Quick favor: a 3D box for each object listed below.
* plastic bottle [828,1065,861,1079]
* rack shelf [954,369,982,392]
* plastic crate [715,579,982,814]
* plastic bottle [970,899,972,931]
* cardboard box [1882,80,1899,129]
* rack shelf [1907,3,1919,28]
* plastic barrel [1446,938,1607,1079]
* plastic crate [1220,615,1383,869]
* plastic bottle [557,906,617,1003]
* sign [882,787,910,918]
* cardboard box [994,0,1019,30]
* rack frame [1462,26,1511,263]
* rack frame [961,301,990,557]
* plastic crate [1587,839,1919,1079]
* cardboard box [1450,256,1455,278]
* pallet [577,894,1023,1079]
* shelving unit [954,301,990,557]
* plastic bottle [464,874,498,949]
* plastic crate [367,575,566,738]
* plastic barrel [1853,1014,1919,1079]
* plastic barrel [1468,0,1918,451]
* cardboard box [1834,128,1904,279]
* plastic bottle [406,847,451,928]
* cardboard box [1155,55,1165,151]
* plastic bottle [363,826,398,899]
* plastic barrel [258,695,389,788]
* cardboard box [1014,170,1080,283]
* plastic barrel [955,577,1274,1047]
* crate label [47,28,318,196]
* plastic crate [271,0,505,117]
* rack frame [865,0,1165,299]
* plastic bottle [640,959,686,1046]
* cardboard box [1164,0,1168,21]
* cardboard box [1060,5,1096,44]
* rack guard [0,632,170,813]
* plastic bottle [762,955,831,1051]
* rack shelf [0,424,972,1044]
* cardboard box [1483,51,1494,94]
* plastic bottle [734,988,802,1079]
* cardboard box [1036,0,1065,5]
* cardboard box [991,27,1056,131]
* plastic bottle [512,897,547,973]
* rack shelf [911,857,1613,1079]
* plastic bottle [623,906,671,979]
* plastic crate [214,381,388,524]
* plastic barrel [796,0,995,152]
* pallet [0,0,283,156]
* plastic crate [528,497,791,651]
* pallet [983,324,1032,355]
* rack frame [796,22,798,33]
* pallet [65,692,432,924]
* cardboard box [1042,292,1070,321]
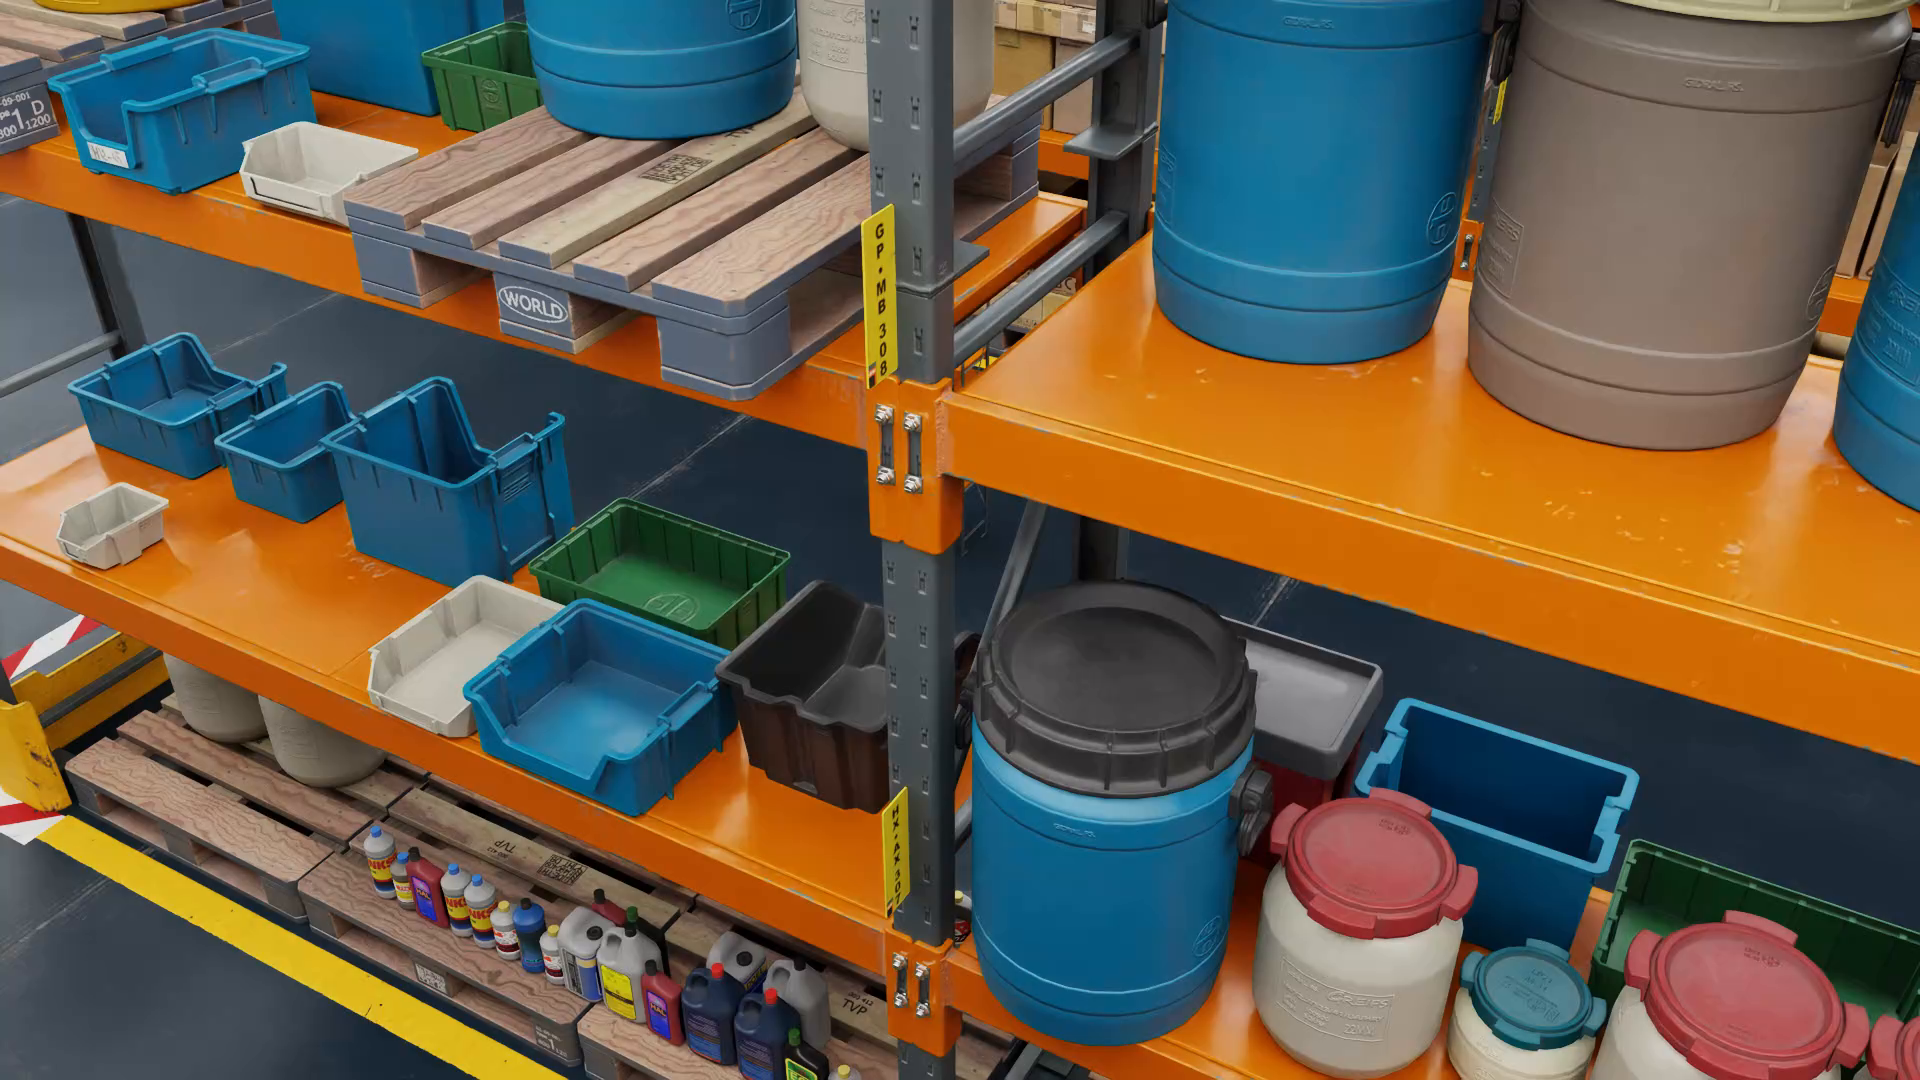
[{"bbox_3d":[-0.330,1.590,4.784,0.097,0.201,0.097,0,34,0],"label":"plastic bottle"},{"bbox_3d":[-0.013,-0.666,7.315,0.180,0.103,0.258,18,37,24],"label":"rack shelf"},{"bbox_3d":[-0.252,0.379,4.531,0.504,0.338,0.767,18,37,24],"label":"plastic crate"},{"bbox_3d":[0.080,1.212,5.288,0.097,0.271,0.097,0,34,0],"label":"plastic bottle"},{"bbox_3d":[6.176,-3.040,11.467,0.500,0.500,0.700,17,37,23],"label":"cardboard box"},{"bbox_3d":[6.792,-3.360,10.739,4.000,0.370,1.077,18,37,24],"label":"rack shelf"},{"bbox_3d":[1.213,1.053,3.587,0.301,0.262,0.301,0,34,0],"label":"plastic barrel"},{"bbox_3d":[0.712,0.517,4.209,0.583,0.464,0.402,18,37,24],"label":"plastic crate"},{"bbox_3d":[-1.149,1.282,5.179,0.135,0.276,0.152,18,38,25],"label":"plastic bottle"},{"bbox_3d":[-0.143,0.705,3.736,0.005,0.325,0.100,18,37,24],"label":"sign"},{"bbox_3d":[0.259,-2.742,8.485,0.250,0.149,0.380,16,37,23],"label":"cardboard box"},{"bbox_3d":[2.601,-1.825,7.784,0.127,3.000,1.000,18,37,24],"label":"rack frame"},{"bbox_3d":[0.067,-0.478,7.386,0.006,1.200,0.240,18,37,24],"label":"rack frame"},{"bbox_3d":[1.792,0.989,3.749,0.662,0.188,0.450,18,37,24],"label":"plastic crate"},{"bbox_3d":[2.353,-1.445,8.639,0.500,0.500,0.500,18,37,24],"label":"cardboard box"},{"bbox_3d":[-0.423,1.514,5.286,1.213,0.211,1.003,18,37,24],"label":"pallet"},{"bbox_3d":[-0.013,-0.503,7.423,0.189,1.200,0.258,18,37,24],"label":"shelving unit"},{"bbox_3d":[-1.529,1.181,5.335,0.097,0.271,0.097,0,34,0],"label":"plastic bottle"},{"bbox_3d":[-1.396,0.343,4.766,0.437,0.136,0.530,18,37,24],"label":"plastic crate"},{"bbox_3d":[1.874,1.191,3.133,0.433,0.535,0.433,0,34,0],"label":"plastic barrel"},{"bbox_3d":[1.257,-0.684,2.912,0.600,0.901,0.600,0,34,0],"label":"plastic barrel"},{"bbox_3d":[3.717,-1.502,7.210,0.500,0.500,0.500,20,39,28],"label":"cardboard box"},{"bbox_3d":[-1.726,1.125,5.408,0.133,0.283,0.061,18,38,25],"label":"plastic bottle"},{"bbox_3d":[1.317,-2.267,8.358,0.500,0.500,0.700,18,38,25],"label":"cardboard box"},{"bbox_3d":[-1.914,1.059,5.518,0.097,0.271,0.097,0,34,0],"label":"plastic bottle"},{"bbox_3d":[-2.289,0.601,6.007,0.421,0.512,0.421,0,34,0],"label":"plastic barrel"},{"bbox_3d":[0.359,-1.745,9.089,0.500,0.500,0.500,18,37,24],"label":"cardboard box"},{"bbox_3d":[0.325,0.601,3.688,0.708,0.901,0.600,18,37,24],"label":"plastic barrel"},{"bbox_3d":[-1.872,-1.055,4.056,0.408,0.251,0.502,18,37,24],"label":"crate label"},{"bbox_3d":[-1.528,-1.404,4.461,0.575,0.384,0.392,18,37,24],"label":"plastic crate"},{"bbox_3d":[0.140,-1.939,2.543,0.127,3.000,1.000,18,37,24],"label":"rack frame"},{"bbox_3d":[-0.891,1.390,5.011,0.133,0.283,0.061,20,39,27],"label":"plastic bottle"},{"bbox_3d":[1.338,-2.802,7.990,0.500,0.500,0.700,18,37,24],"label":"cardboard box"},{"bbox_3d":[0.696,-2.602,8.275,0.250,0.149,0.380,18,38,25],"label":"cardboard box"},{"bbox_3d":[-3.244,0.497,6.553,0.348,0.500,1.175,18,37,24],"label":"rack guard"},{"bbox_3d":[-0.491,1.370,4.980,0.185,0.351,0.144,18,37,24],"label":"plastic bottle"},{"bbox_3d":[-1.597,0.307,5.231,4.000,0.370,1.077,18,37,24],"label":"rack shelf"},{"bbox_3d":[2.258,-2.108,7.534,0.250,0.149,0.380,18,37,24],"label":"cardboard box"},{"bbox_3d":[-0.562,1.439,4.876,0.185,0.351,0.144,17,37,23],"label":"plastic bottle"},{"bbox_3d":[0.470,-3.077,8.404,0.500,0.500,0.700,18,38,25],"label":"cardboard box"},{"bbox_3d":[0.413,-2.550,8.783,0.500,0.500,0.700,18,38,25],"label":"cardboard box"},{"bbox_3d":[-1.353,1.237,5.251,0.097,0.271,0.097,0,34,0],"label":"plastic bottle"},{"bbox_3d":[1.876,1.407,3.579,4.000,0.370,1.077,18,37,24],"label":"rack shelf"},{"bbox_3d":[-0.981,1.269,5.192,0.133,0.283,0.061,18,37,24],"label":"plastic bottle"},{"bbox_3d":[-2.189,-0.305,5.636,0.408,0.251,0.499,18,37,24],"label":"plastic crate"},{"bbox_3d":[-0.137,-1.125,3.547,0.421,0.512,0.421,0,34,0],"label":"plastic barrel"},{"bbox_3d":[-2.663,-1.437,4.666,1.213,0.211,1.003,18,37,24],"label":"pallet"},{"bbox_3d":[-0.899,0.137,5.029,0.662,0.188,0.450,18,37,24],"label":"plastic crate"},{"bbox_3d":[0.868,-1.238,9.418,1.213,0.211,1.003,18,37,24],"label":"pallet"},{"bbox_3d":[-0.872,-2.925,9.436,0.127,3.000,1.000,18,37,24],"label":"rack frame"},{"bbox_3d":[-2.541,0.843,6.294,1.213,0.211,1.003,18,37,24],"label":"pallet"},{"bbox_3d":[0.785,-1.287,9.079,0.500,0.250,0.500,18,37,24],"label":"cardboard box"}]
